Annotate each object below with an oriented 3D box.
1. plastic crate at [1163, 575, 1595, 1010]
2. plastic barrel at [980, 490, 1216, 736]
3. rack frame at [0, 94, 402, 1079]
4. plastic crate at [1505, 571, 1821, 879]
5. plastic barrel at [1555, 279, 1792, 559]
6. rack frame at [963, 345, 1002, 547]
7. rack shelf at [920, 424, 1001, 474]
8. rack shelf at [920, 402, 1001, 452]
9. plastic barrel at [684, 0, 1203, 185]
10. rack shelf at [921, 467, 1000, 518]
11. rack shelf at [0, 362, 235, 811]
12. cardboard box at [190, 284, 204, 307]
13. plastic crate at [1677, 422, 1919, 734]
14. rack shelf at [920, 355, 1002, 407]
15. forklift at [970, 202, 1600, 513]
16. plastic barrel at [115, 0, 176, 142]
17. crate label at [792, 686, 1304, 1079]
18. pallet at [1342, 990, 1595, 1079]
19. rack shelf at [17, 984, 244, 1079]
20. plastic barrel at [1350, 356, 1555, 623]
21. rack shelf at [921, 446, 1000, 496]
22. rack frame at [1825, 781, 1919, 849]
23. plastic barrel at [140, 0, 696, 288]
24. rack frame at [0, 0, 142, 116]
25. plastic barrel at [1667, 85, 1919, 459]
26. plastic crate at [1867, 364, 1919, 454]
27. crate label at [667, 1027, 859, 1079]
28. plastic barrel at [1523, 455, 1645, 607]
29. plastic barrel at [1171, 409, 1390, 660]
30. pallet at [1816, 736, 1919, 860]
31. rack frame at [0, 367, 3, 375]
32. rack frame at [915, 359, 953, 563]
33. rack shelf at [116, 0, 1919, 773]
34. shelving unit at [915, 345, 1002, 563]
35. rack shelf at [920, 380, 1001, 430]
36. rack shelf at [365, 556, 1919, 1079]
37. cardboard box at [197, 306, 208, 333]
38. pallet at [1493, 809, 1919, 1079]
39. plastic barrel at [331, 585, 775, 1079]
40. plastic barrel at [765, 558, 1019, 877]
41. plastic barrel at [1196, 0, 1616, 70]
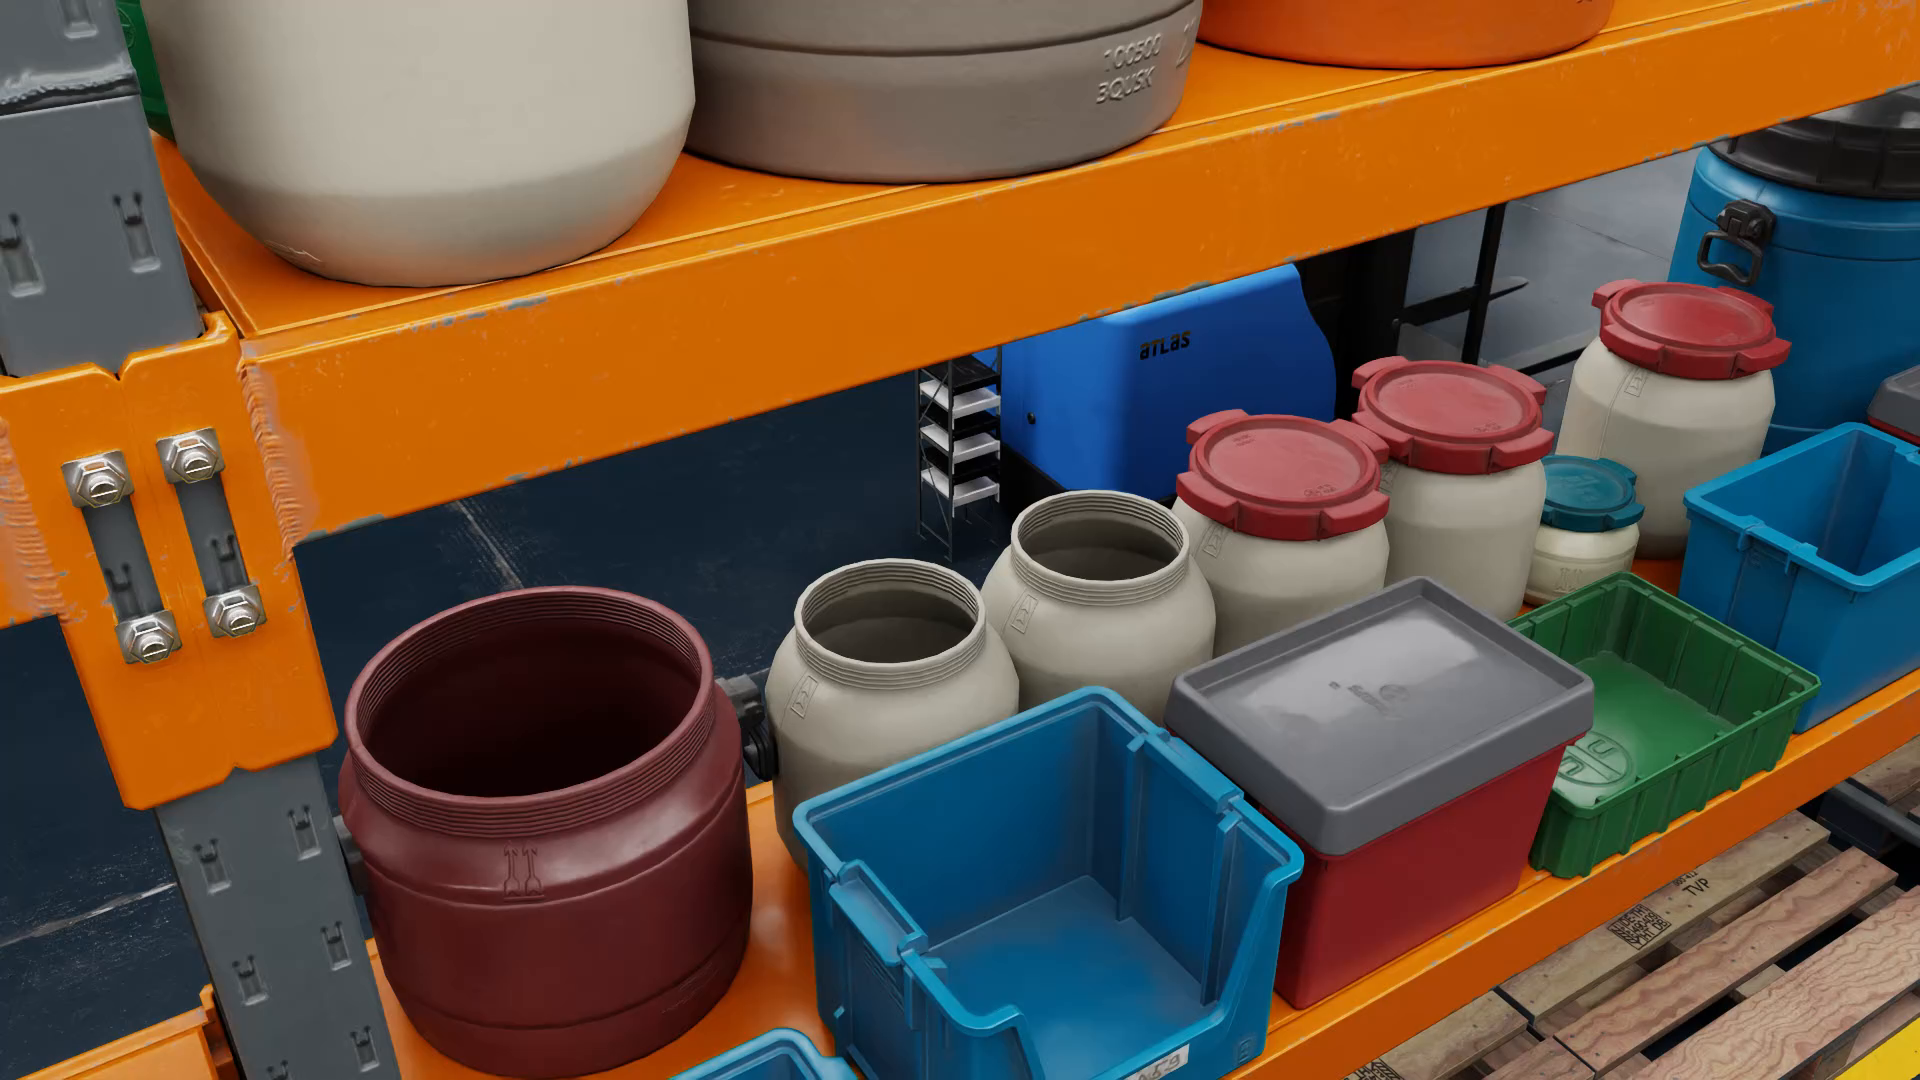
[{"bbox_3d":[0.663,0.413,2.724,0.583,0.464,0.402,-19,37,-27],"label":"plastic crate"},{"bbox_3d":[0.242,0.208,3.004,0.421,0.512,0.421,0,32,0],"label":"plastic barrel"},{"bbox_3d":[-0.861,0.770,2.218,0.127,3.000,1.000,-19,37,-27],"label":"rack frame"},{"bbox_3d":[1.190,0.333,3.109,0.662,0.188,0.450,-19,37,-27],"label":"plastic crate"},{"bbox_3d":[1.578,-0.265,3.732,0.433,0.535,0.433,0,32,0],"label":"plastic barrel"},{"bbox_3d":[0.079,-0.408,6.053,0.006,0.900,0.240,-19,37,-27],"label":"rack frame"},{"bbox_3d":[-0.007,-0.350,6.024,0.200,0.077,0.258,-19,37,-27],"label":"rack shelf"},{"bbox_3d":[-0.007,-0.426,5.976,0.200,0.077,0.258,-19,37,-27],"label":"rack shelf"},{"bbox_3d":[-0.053,-0.851,1.506,0.600,0.901,0.600,0,32,0],"label":"plastic barrel"},{"bbox_3d":[-0.007,-0.198,6.120,0.200,0.077,0.258,-19,37,-27],"label":"rack shelf"},{"bbox_3d":[-2.542,0.384,0.693,4.000,0.370,1.077,-19,37,-27],"label":"rack shelf"},{"bbox_3d":[-2.998,-1.104,6.417,0.500,0.250,0.500,-17,36,-25],"label":"cardboard box"},{"bbox_3d":[1.742,0.079,3.328,0.575,0.384,0.392,-19,37,-27],"label":"plastic crate"},{"bbox_3d":[-0.007,-0.578,5.880,0.200,0.077,0.258,-19,37,-27],"label":"rack shelf"},{"bbox_3d":[1.509,-1.707,6.209,3.031,2.935,1.130,-18,37,-26],"label":"forklift"},{"bbox_3d":[-0.681,-0.527,1.608,0.294,0.245,0.294,0,32,0],"label":"plastic barrel"},{"bbox_3d":[0.121,0.589,2.471,0.616,0.435,0.502,-19,37,-27],"label":"crate label"},{"bbox_3d":[0.836,1.392,3.845,1.213,0.211,1.003,-19,37,-27],"label":"pallet"},{"bbox_3d":[-2.542,1.653,1.493,4.000,0.370,1.077,-19,37,-27],"label":"rack shelf"},{"bbox_3d":[0.962,-0.053,3.396,0.433,0.535,0.433,0,32,0],"label":"plastic barrel"},{"bbox_3d":[-0.007,-0.274,6.072,0.200,0.077,0.258,-19,37,-27],"label":"rack shelf"},{"bbox_3d":[2.501,-0.386,4.051,0.127,3.000,1.000,-19,37,-27],"label":"rack frame"},{"bbox_3d":[-0.434,-0.498,1.312,0.421,0.512,0.421,0,32,0],"label":"plastic barrel"},{"bbox_3d":[-0.861,-1.767,0.617,0.127,3.000,1.000,-19,37,-27],"label":"rack frame"},{"bbox_3d":[2.012,-0.622,3.955,0.708,0.901,0.600,-19,37,-27],"label":"plastic barrel"},{"bbox_3d":[2.260,-0.136,3.594,0.583,0.464,0.402,-19,37,-27],"label":"plastic crate"},{"bbox_3d":[-0.304,0.887,2.189,0.416,0.233,0.303,-19,37,-27],"label":"crate label"},{"bbox_3d":[1.306,-0.014,3.590,0.301,0.262,0.301,0,32,0],"label":"plastic barrel"},{"bbox_3d":[0.598,0.072,3.197,0.433,0.535,0.433,0,32,0],"label":"plastic barrel"},{"bbox_3d":[3.088,0.618,5.073,1.213,0.211,1.003,-19,37,-27],"label":"pallet"},{"bbox_3d":[-3.544,-1.451,5.739,0.127,3.000,1.000,-19,37,-27],"label":"rack frame"},{"bbox_3d":[-0.092,-0.349,5.960,0.006,0.900,0.240,-19,37,-27],"label":"rack frame"},{"bbox_3d":[0.820,-0.772,2.526,4.000,0.370,1.077,-19,37,-27],"label":"rack shelf"},{"bbox_3d":[-0.007,-0.378,6.006,0.210,0.900,0.258,-19,37,-27],"label":"shelving unit"},{"bbox_3d":[-0.007,-0.502,5.928,0.200,0.077,0.258,-19,37,-27],"label":"rack shelf"},{"bbox_3d":[0.820,0.496,3.326,4.000,0.370,1.077,-19,37,-27],"label":"rack shelf"},{"bbox_3d":[-2.992,-0.782,6.609,0.500,0.500,0.700,-21,38,-30],"label":"cardboard box"},{"bbox_3d":[1.862,1.038,4.407,1.213,0.211,1.003,-19,37,-27],"label":"pallet"},{"bbox_3d":[-0.635,0.443,2.609,0.708,0.536,0.600,-19,37,-27],"label":"plastic barrel"},{"bbox_3d":[-0.112,0.330,2.811,0.421,0.512,0.421,0,32,0],"label":"plastic barrel"},{"bbox_3d":[0.497,-1.009,1.825,0.708,0.830,0.600,-19,37,-27],"label":"plastic barrel"}]
